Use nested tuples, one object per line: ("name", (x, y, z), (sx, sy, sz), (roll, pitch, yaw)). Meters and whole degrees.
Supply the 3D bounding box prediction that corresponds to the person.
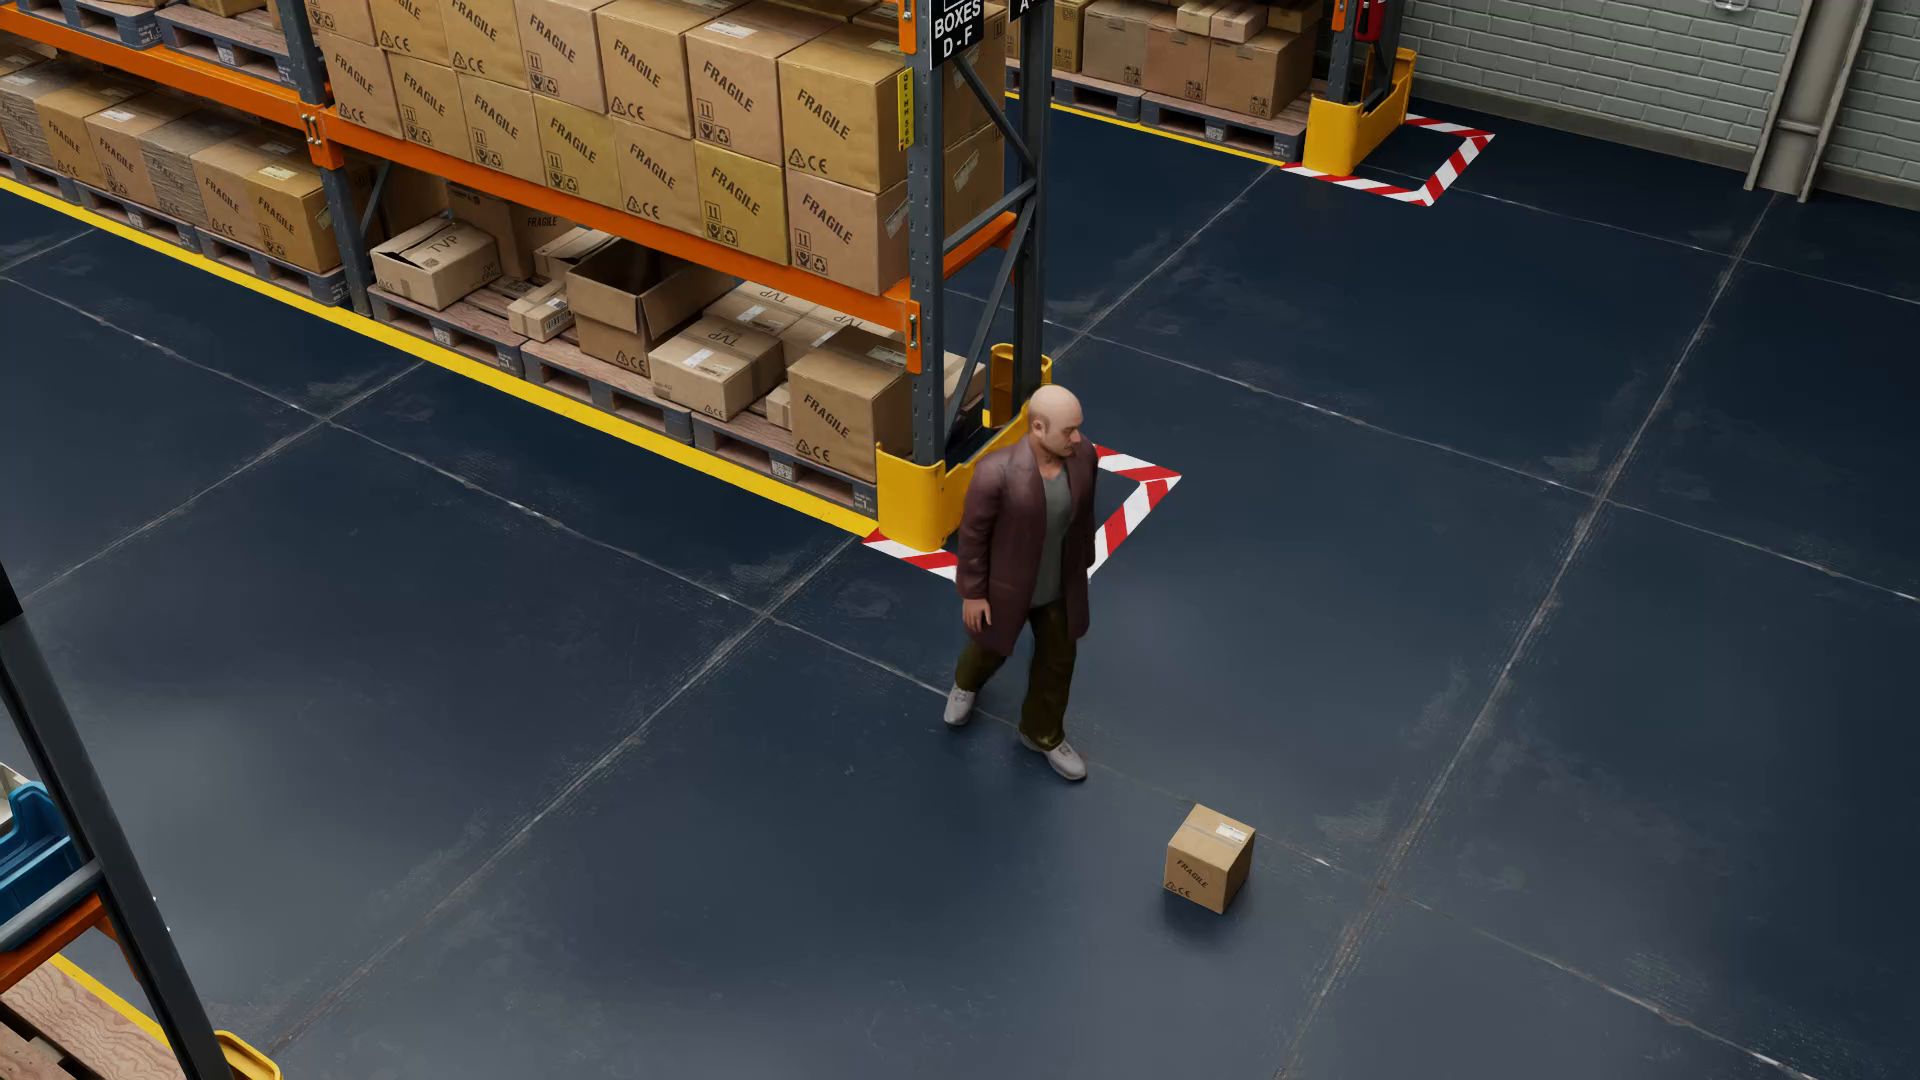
("person", (0.238, 0.123, 6.523), (0.612, 1.775, 0.748), (-16, 41, -19))
